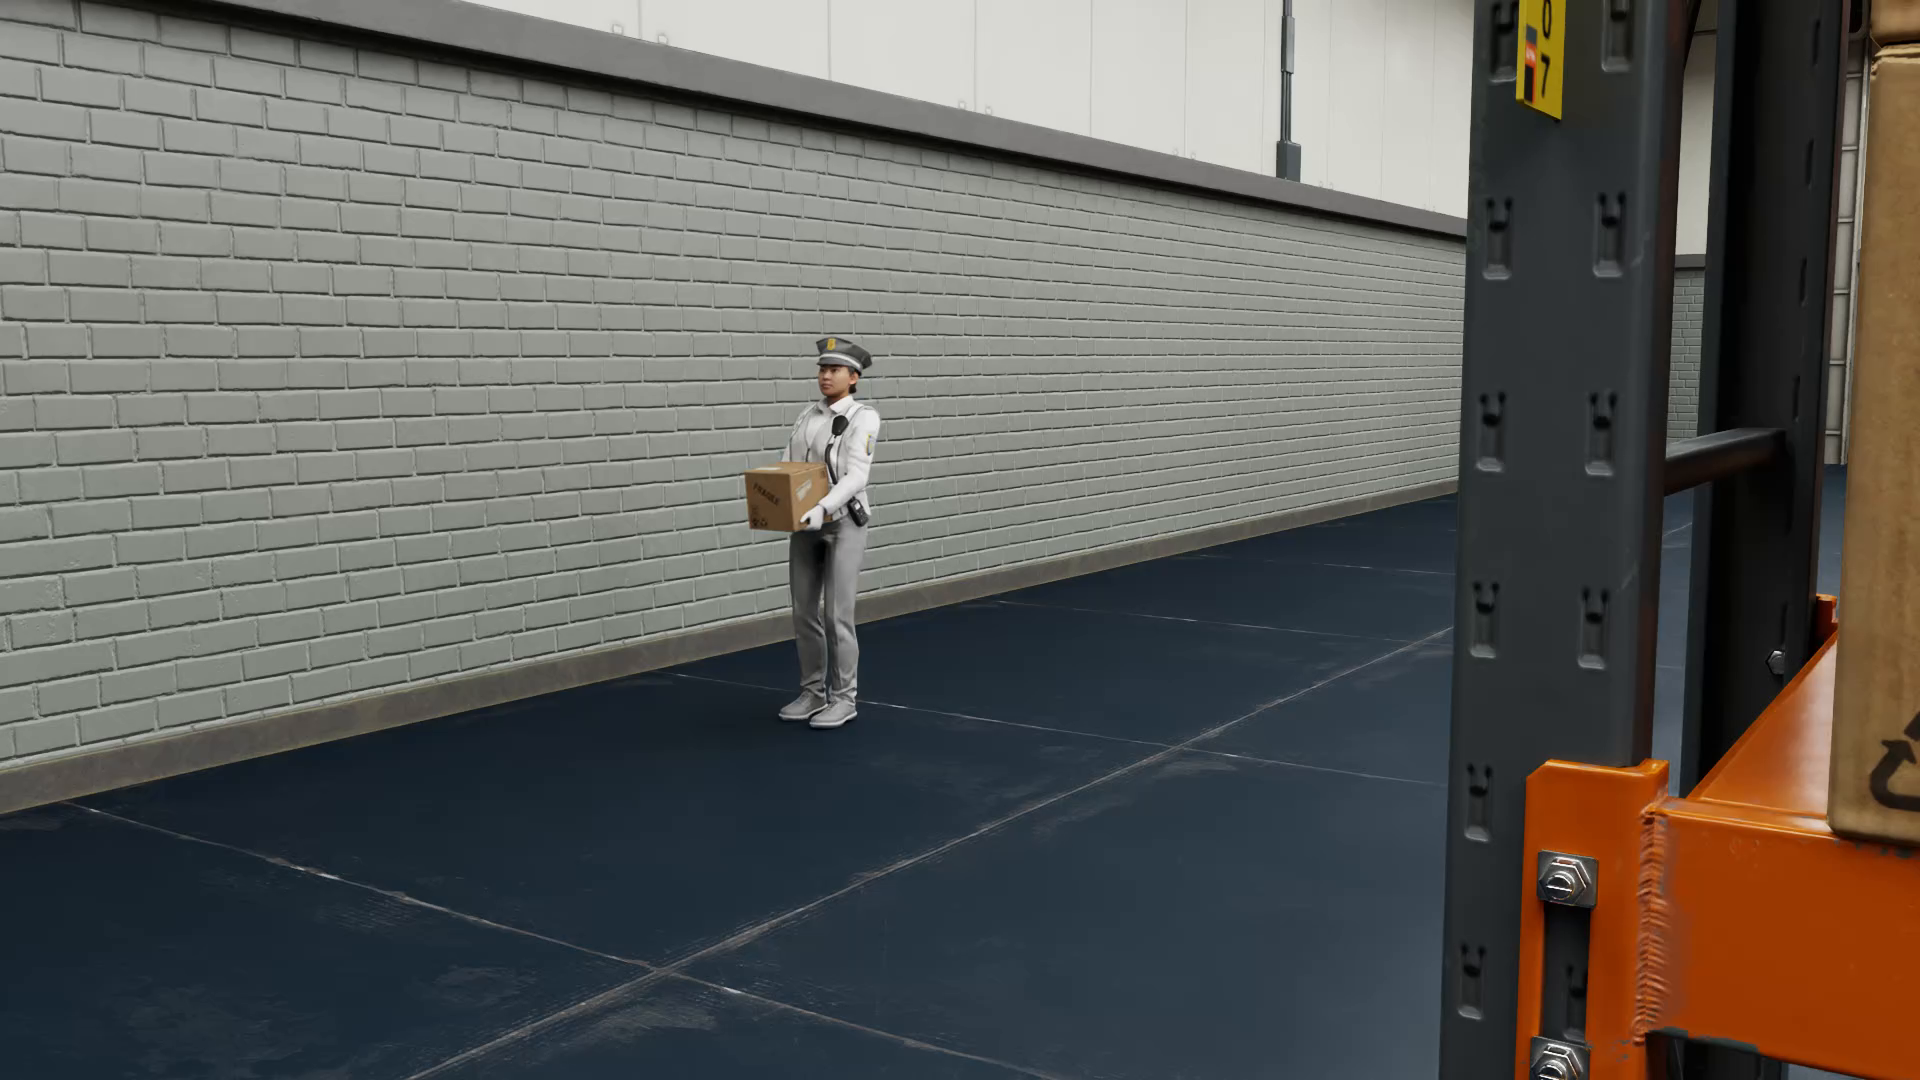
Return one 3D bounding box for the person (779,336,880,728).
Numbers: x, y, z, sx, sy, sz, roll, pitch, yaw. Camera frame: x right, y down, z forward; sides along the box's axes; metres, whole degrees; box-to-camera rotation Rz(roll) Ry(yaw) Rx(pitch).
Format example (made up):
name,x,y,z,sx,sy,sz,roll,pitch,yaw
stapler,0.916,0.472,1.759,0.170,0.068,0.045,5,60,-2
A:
name,x,y,z,sx,sy,sz,roll,pitch,yaw
person,-0.615,-0.040,7.249,0.460,1.686,0.564,4,8,34
